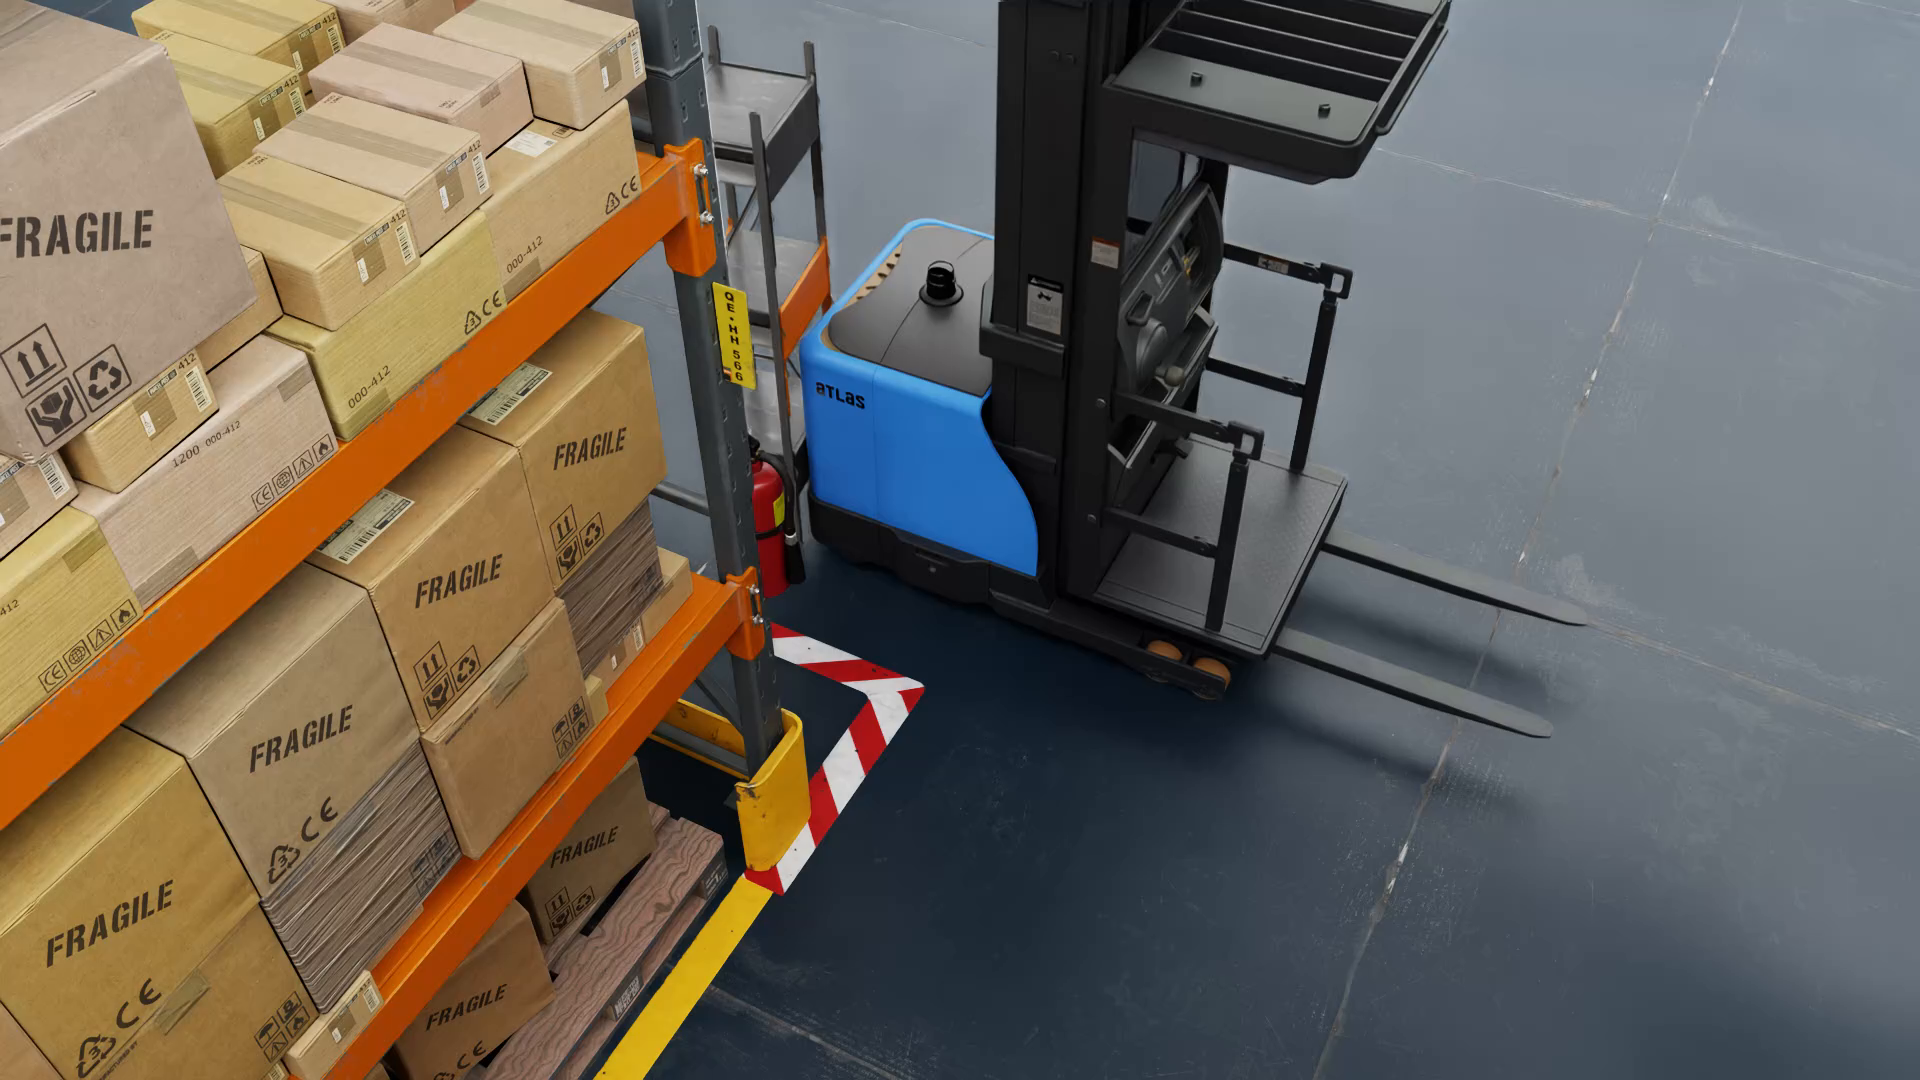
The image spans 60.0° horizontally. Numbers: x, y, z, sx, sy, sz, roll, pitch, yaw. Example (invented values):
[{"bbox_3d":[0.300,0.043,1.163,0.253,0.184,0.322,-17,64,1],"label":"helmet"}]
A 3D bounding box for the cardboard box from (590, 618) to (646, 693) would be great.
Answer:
[{"bbox_3d":[-1.146,0.277,4.824,0.380,0.149,0.250,20,49,19],"label":"cardboard box"}]

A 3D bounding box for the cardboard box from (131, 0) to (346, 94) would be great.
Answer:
[{"bbox_3d":[-1.619,-1.129,3.753,0.380,0.149,0.250,21,49,20],"label":"cardboard box"}]

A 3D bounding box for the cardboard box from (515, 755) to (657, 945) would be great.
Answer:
[{"bbox_3d":[-1.385,0.903,5.491,0.500,0.500,0.500,29,52,26],"label":"cardboard box"}]

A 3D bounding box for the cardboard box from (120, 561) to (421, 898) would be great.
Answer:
[{"bbox_3d":[-1.578,0.352,3.591,0.500,0.500,0.500,20,49,19],"label":"cardboard box"}]

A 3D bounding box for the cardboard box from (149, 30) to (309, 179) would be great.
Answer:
[{"bbox_3d":[-1.627,-0.930,3.556,0.380,0.149,0.250,20,49,18],"label":"cardboard box"}]

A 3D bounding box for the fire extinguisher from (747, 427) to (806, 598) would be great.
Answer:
[{"bbox_3d":[-0.619,-0.109,5.083,0.296,0.674,0.183,20,49,19],"label":"fire extinguisher"}]

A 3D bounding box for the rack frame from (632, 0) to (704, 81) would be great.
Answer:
[{"bbox_3d":[-1.080,-2.325,3.001,1.000,3.000,0.127,20,49,19],"label":"rack frame"}]

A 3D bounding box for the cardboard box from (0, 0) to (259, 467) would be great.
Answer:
[{"bbox_3d":[-1.575,-0.526,2.701,0.500,0.500,0.500,20,49,19],"label":"cardboard box"}]

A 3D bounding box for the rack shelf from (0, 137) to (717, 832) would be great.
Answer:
[{"bbox_3d":[-2.008,0.242,3.078,1.077,0.370,4.000,20,49,19],"label":"rack shelf"}]

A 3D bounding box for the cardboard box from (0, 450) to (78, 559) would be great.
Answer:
[{"bbox_3d":[-1.711,-0.105,2.741,0.380,0.149,0.250,18,48,17],"label":"cardboard box"}]

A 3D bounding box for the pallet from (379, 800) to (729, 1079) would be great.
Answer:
[{"bbox_3d":[-1.524,1.312,5.585,1.003,0.211,1.213,20,49,19],"label":"pallet"}]

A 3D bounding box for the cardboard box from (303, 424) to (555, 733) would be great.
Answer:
[{"bbox_3d":[-1.343,0.038,3.901,0.500,0.500,0.500,20,49,19],"label":"cardboard box"}]

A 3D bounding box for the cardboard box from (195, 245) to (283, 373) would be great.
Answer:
[{"bbox_3d":[-1.508,-0.465,3.097,0.380,0.149,0.250,21,49,20],"label":"cardboard box"}]

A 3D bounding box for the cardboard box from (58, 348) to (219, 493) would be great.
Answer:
[{"bbox_3d":[-1.543,-0.263,2.897,0.380,0.149,0.250,18,48,17],"label":"cardboard box"}]

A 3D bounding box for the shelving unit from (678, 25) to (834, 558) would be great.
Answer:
[{"bbox_3d":[-0.776,-0.871,6.414,0.431,2.100,0.503,13,47,12],"label":"shelving unit"}]

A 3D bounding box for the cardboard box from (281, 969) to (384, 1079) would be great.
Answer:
[{"bbox_3d":[-1.633,1.100,4.011,0.380,0.149,0.250,20,49,19],"label":"cardboard box"}]

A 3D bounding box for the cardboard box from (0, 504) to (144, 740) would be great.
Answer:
[{"bbox_3d":[-1.782,0.124,2.795,0.500,0.250,0.500,20,49,18],"label":"cardboard box"}]

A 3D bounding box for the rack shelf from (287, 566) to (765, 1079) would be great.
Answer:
[{"bbox_3d":[-2.008,1.297,4.145,1.077,0.370,4.000,20,49,19],"label":"rack shelf"}]

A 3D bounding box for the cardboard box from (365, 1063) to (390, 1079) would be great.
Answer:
[{"bbox_3d":[-1.939,1.679,4.724,0.500,0.500,0.500,25,50,23],"label":"cardboard box"}]

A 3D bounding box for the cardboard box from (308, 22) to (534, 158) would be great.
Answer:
[{"bbox_3d":[-1.157,-0.955,3.581,0.380,0.149,0.250,19,48,18],"label":"cardboard box"}]

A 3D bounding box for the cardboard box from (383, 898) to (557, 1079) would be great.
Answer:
[{"bbox_3d":[-1.632,1.291,5.107,0.500,0.500,0.500,33,54,29],"label":"cardboard box"}]

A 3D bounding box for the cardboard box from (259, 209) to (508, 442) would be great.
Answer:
[{"bbox_3d":[-1.308,-0.515,3.426,0.500,0.250,0.500,21,49,19],"label":"cardboard box"}]

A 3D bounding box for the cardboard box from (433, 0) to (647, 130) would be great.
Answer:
[{"bbox_3d":[-0.932,-1.080,3.704,0.380,0.149,0.250,20,49,19],"label":"cardboard box"}]

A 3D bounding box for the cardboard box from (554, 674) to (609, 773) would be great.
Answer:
[{"bbox_3d":[-1.217,0.452,4.651,0.380,0.149,0.250,20,49,19],"label":"cardboard box"}]

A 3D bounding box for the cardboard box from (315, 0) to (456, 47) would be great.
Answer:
[{"bbox_3d":[-1.413,-1.261,3.883,0.380,0.149,0.250,20,49,19],"label":"cardboard box"}]

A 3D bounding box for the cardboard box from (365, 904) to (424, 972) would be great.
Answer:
[{"bbox_3d":[-1.595,0.913,4.195,0.380,0.149,0.250,20,49,19],"label":"cardboard box"}]

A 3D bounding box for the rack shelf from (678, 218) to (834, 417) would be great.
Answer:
[{"bbox_3d":[-0.776,-0.861,6.424,0.431,0.518,0.480,13,47,12],"label":"rack shelf"}]

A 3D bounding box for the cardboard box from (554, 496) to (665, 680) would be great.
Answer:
[{"bbox_3d":[-1.360,-0.018,4.660,0.875,0.500,0.500,20,49,19],"label":"cardboard box"}]

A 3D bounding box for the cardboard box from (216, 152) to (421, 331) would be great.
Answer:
[{"bbox_3d":[-1.283,-0.580,3.210,0.380,0.149,0.250,21,49,19],"label":"cardboard box"}]

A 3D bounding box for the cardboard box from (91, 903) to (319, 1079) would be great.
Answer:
[{"bbox_3d":[-1.998,0.948,3.704,0.875,0.500,0.500,20,49,19],"label":"cardboard box"}]

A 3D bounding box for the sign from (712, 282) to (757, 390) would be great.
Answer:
[{"bbox_3d":[-0.598,-0.538,4.417,0.100,0.325,0.005,20,49,19],"label":"sign"}]

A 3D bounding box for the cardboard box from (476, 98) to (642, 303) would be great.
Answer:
[{"bbox_3d":[-1.079,-0.830,3.738,0.500,0.250,0.500,22,49,20],"label":"cardboard box"}]

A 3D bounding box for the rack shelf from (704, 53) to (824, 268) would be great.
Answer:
[{"bbox_3d":[-0.776,-1.353,5.926,0.431,0.518,0.480,13,47,12],"label":"rack shelf"}]

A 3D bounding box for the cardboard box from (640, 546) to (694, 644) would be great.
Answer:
[{"bbox_3d":[-1.029,0.120,4.979,0.380,0.149,0.250,20,49,19],"label":"cardboard box"}]

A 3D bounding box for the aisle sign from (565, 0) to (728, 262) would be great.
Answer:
[{"bbox_3d":[-0.786,-1.070,4.151,0.394,0.787,0.004,20,49,19],"label":"aisle sign"}]

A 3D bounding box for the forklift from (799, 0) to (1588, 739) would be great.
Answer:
[{"bbox_3d":[0.927,-0.849,5.808,3.031,2.935,1.130,19,48,18],"label":"forklift"}]

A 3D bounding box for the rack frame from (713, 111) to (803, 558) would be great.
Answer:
[{"bbox_3d":[-0.850,-0.706,6.251,0.400,2.100,0.015,13,47,12],"label":"rack frame"}]

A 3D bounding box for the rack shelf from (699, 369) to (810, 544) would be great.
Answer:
[{"bbox_3d":[-0.776,-0.369,6.922,0.431,0.518,0.480,13,47,12],"label":"rack shelf"}]

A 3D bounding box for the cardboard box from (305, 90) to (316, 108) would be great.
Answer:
[{"bbox_3d":[-1.533,-1.000,3.905,0.500,0.250,0.500,22,49,20],"label":"cardboard box"}]

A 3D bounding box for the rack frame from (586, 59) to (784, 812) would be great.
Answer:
[{"bbox_3d":[-1.080,-0.216,5.134,1.000,3.000,0.127,20,49,19],"label":"rack frame"}]

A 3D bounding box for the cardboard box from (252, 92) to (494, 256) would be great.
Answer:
[{"bbox_3d":[-1.187,-0.746,3.374,0.380,0.149,0.250,18,48,17],"label":"cardboard box"}]

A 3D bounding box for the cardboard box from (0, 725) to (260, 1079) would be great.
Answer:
[{"bbox_3d":[-1.817,0.664,3.282,0.500,0.500,0.500,20,49,19],"label":"cardboard box"}]

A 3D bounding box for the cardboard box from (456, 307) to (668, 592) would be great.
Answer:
[{"bbox_3d":[-1.116,-0.279,4.214,0.500,0.500,0.500,20,49,19],"label":"cardboard box"}]

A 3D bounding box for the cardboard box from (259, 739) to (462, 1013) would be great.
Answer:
[{"bbox_3d":[-1.756,0.637,4.012,0.875,0.500,0.500,20,49,19],"label":"cardboard box"}]

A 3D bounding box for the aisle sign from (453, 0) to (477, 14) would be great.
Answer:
[{"bbox_3d":[-1.317,-1.268,4.346,0.394,0.787,0.004,20,49,19],"label":"aisle sign"}]

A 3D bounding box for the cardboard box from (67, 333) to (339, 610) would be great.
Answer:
[{"bbox_3d":[-1.553,-0.195,3.110,0.500,0.250,0.500,21,49,20],"label":"cardboard box"}]

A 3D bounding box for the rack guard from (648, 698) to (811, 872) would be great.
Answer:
[{"bbox_3d":[-1.115,0.711,5.976,1.175,0.500,0.348,20,49,19],"label":"rack guard"}]

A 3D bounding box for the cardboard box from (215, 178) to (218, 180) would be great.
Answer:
[{"bbox_3d":[-1.767,-0.673,3.582,0.500,0.250,0.500,19,48,18],"label":"cardboard box"}]

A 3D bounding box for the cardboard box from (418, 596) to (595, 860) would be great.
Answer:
[{"bbox_3d":[-1.485,0.336,4.309,0.875,0.500,0.500,20,49,19],"label":"cardboard box"}]

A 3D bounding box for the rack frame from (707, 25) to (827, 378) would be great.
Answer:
[{"bbox_3d":[-0.702,-1.036,6.578,0.400,2.100,0.015,13,47,12],"label":"rack frame"}]

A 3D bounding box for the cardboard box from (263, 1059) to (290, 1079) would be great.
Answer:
[{"bbox_3d":[-1.810,1.234,3.878,0.380,0.149,0.250,20,49,19],"label":"cardboard box"}]
